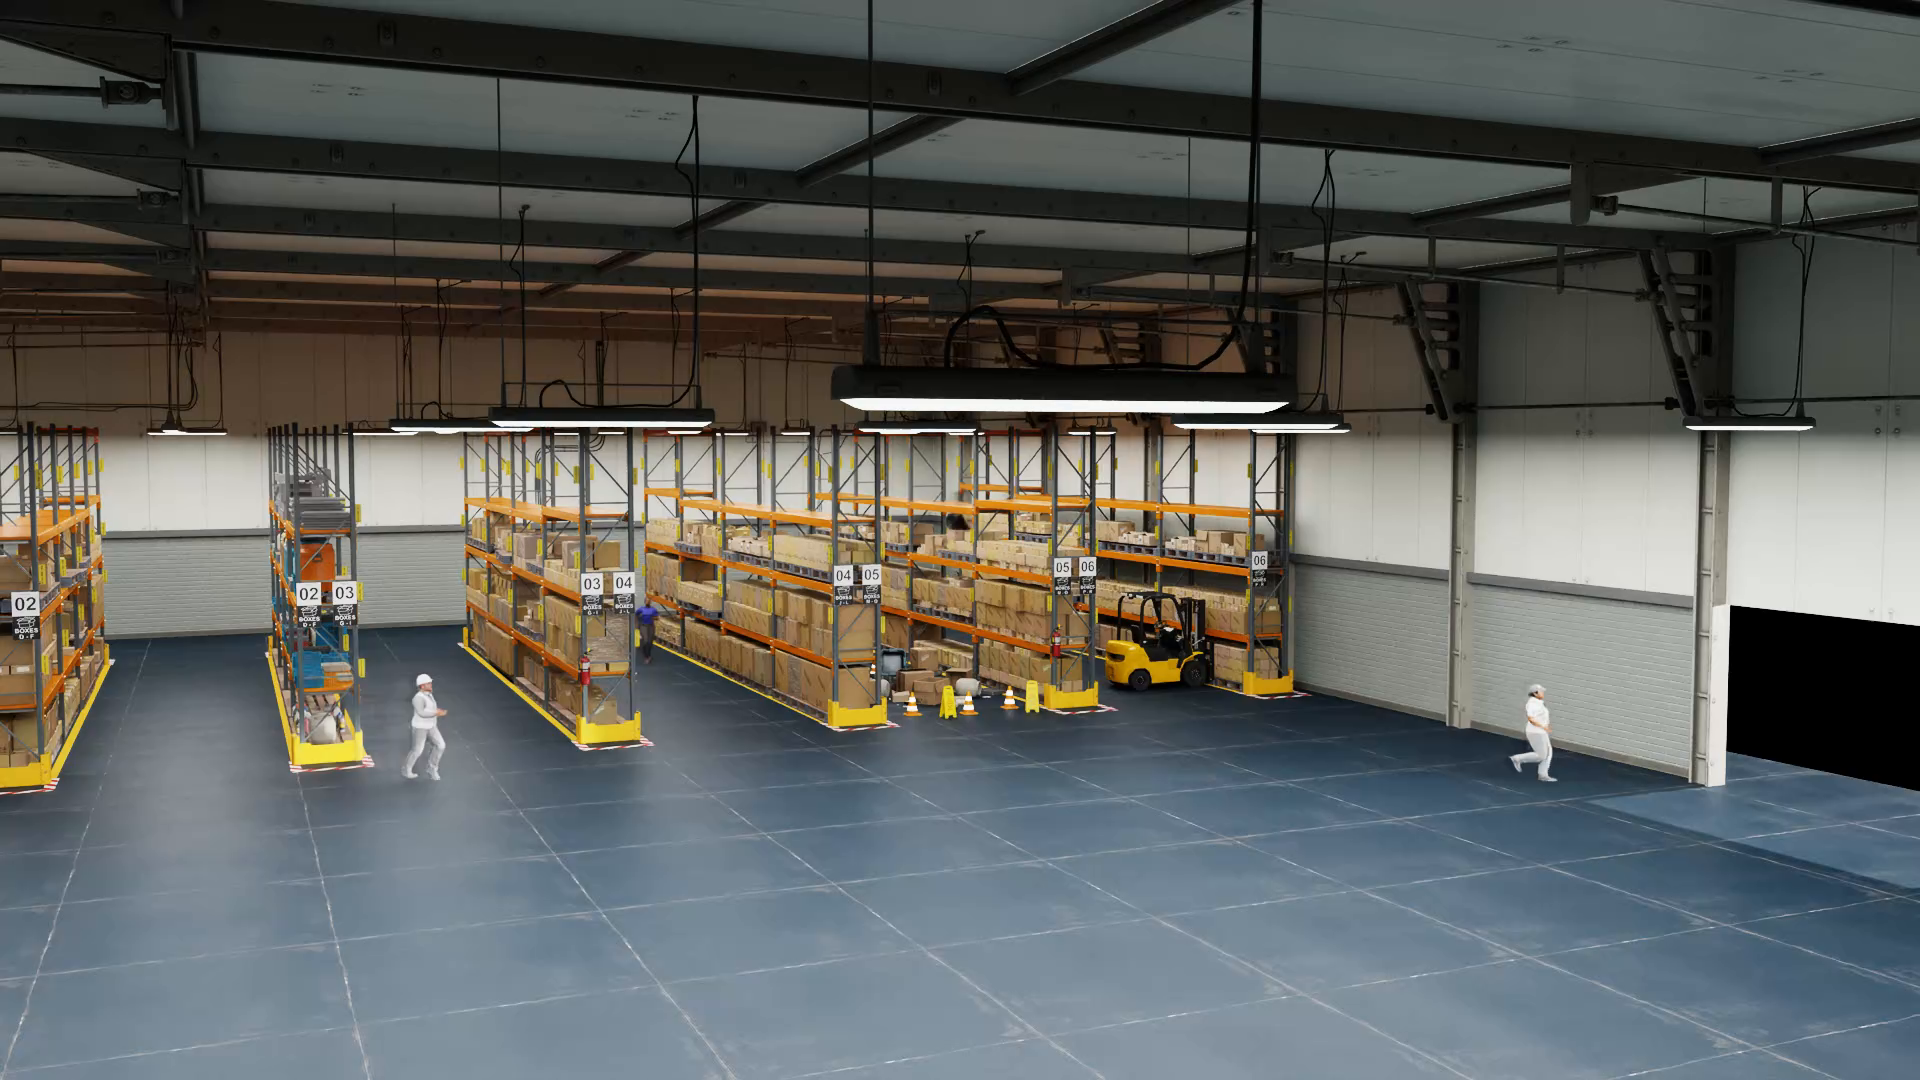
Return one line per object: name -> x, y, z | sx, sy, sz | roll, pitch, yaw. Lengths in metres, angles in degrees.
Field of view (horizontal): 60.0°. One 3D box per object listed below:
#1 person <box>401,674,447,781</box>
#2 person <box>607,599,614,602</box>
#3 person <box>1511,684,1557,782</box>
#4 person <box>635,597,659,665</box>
person -> -8.928, 3.147, 27.746 | 0.827, 1.822, 0.620 | 1, 4, 10
person -> -9.623, 2.067, 45.790 | 0.728, 1.726, 0.770 | -2, 4, -26
person -> 9.592, 3.220, 27.748 | 0.734, 1.618, 0.588 | 1, 4, 22
person -> -7.965, 2.303, 42.402 | 0.556, 1.686, 0.808 | -2, 4, -24
